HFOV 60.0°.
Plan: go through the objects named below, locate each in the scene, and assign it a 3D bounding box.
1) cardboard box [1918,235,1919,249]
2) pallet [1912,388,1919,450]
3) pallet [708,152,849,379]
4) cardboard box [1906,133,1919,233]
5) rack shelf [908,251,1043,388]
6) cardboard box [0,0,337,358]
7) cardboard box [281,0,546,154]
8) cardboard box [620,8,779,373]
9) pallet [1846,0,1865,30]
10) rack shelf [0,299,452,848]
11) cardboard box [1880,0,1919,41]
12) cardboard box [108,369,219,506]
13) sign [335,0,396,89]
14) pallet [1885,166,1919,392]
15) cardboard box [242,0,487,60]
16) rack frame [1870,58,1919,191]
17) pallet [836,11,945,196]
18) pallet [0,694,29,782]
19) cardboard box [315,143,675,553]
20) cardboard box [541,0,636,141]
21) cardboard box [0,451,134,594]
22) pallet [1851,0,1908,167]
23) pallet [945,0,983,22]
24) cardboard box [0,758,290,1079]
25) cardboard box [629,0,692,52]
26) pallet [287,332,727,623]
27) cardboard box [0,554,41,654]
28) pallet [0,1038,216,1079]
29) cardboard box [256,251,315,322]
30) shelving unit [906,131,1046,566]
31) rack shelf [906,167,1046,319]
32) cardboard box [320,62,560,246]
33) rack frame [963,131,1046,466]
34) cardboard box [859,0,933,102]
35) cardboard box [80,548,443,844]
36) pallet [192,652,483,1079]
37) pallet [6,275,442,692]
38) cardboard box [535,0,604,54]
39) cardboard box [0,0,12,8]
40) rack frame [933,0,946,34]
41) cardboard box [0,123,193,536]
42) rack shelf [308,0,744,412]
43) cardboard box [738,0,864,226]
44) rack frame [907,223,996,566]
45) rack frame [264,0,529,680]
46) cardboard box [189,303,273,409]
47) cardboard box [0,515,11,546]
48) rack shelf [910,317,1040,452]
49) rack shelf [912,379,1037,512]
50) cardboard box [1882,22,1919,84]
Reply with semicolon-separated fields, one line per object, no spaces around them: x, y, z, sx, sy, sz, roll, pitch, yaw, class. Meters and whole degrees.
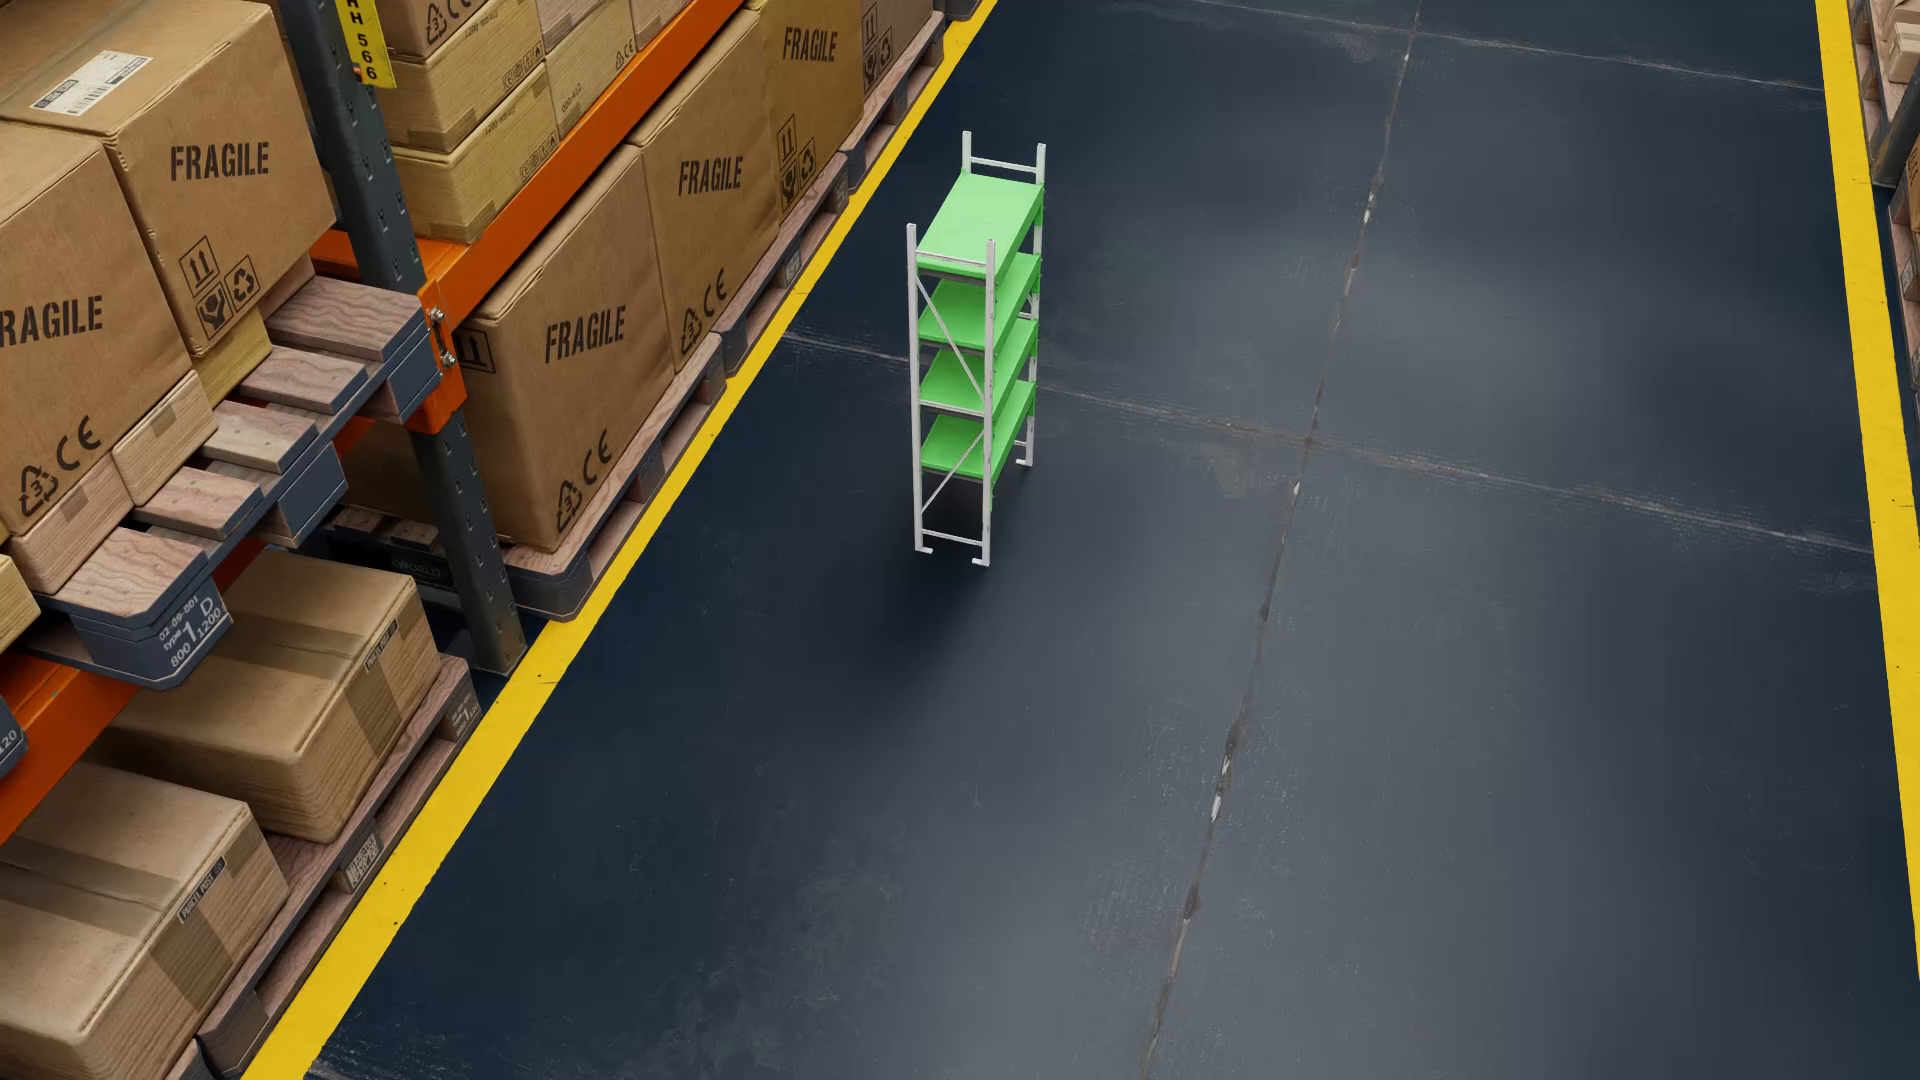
3.658;-1.056;5.671;0.500;0.500;0.500;12;46;12;cardboard box
3.593;-0.068;5.169;1.003;0.211;1.213;13;46;13;pallet
-1.090;-1.137;6.261;1.003;0.211;1.213;13;46;13;pallet
3.810;-1.413;6.036;0.500;0.500;0.500;14;46;14;cardboard box
0.050;-0.665;4.820;0.258;0.148;0.480;13;46;13;rack shelf
-1.645;-0.744;3.281;0.500;0.500;0.500;11;46;11;cardboard box
-1.383;-1.224;4.106;0.500;0.250;0.500;12;46;12;cardboard box
-1.209;-1.241;5.592;0.875;0.875;0.875;13;46;13;cardboard box
4.748;-2.708;7.866;1.003;0.211;1.213;13;46;13;pallet
-2.378;0.776;2.826;1.077;0.370;4.000;13;46;13;rack shelf
4.168;-2.276;7.085;0.396;0.266;0.258;14;46;14;cardboard box
-1.693;-0.234;3.224;0.380;0.149;0.250;12;46;12;cardboard box
-1.252;-1.091;3.449;0.100;0.325;0.005;13;46;13;sign
3.961;-0.884;6.003;1.003;0.211;1.213;13;46;13;pallet
-1.389;-1.484;3.835;0.500;0.500;0.500;11;45;11;cardboard box
4.171;-2.431;5.590;1.000;3.000;0.127;13;46;13;rack frame
-0.722;-1.953;7.095;1.003;0.211;1.213;13;46;13;pallet
-2.332;0.583;2.647;1.003;0.211;1.213;13;46;13;pallet
-1.484;-0.647;4.986;0.875;0.875;0.875;12;46;12;cardboard box
-1.245;-1.379;4.622;0.500;0.250;0.500;11;46;11;cardboard box
-1.777;-0.068;3.054;0.380;0.149;0.250;11;45;11;cardboard box
4.380;-1.892;7.033;1.003;0.211;1.213;13;46;13;pallet
-0.256;-2.974;8.138;1.003;0.211;1.213;13;46;13;pallet
-2.168;0.843;3.822;0.950;0.372;0.625;12;46;12;cardboard box
-1.081;-1.728;4.978;0.500;0.250;0.500;14;46;14;cardboard box
-1.461;-0.327;5.433;1.003;0.211;1.213;13;46;13;pallet
-1.847;0.118;2.864;0.380;0.149;0.250;13;46;13;cardboard box
-2.381;1.514;3.552;1.003;0.211;1.213;13;46;13;pallet
-1.647;-0.606;3.604;0.380;0.149;0.250;14;46;14;cardboard box
0.050;-0.539;4.943;0.258;1.200;0.503;13;46;13;shelving unit
0.050;-0.837;4.652;0.258;0.148;0.480;13;46;13;rack shelf
-1.384;-1.033;4.268;0.500;0.250;0.500;12;46;12;cardboard box
0.124;-0.702;5.109;0.240;1.200;0.015;13;46;13;rack frame
-0.672;-2.440;6.818;0.875;0.875;0.875;14;46;14;cardboard box
-1.952;0.350;4.326;0.950;0.372;0.625;10;45;10;cardboard box
-2.010;0.703;4.380;1.003;0.211;1.213;13;46;13;pallet
-1.886;-0.248;3.495;1.213;0.211;1.003;13;46;13;pallet
-1.226;-1.569;4.458;0.500;0.250;0.500;14;46;13;cardboard box
-2.129;-0.855;3.395;0.500;0.500;0.500;11;46;11;cardboard box
-0.561;-3.480;6.662;1.000;3.000;0.127;13;46;13;rack frame
-1.791;-0.397;2.927;0.500;0.500;0.500;12;46;12;cardboard box
-1.166;-1.890;5.551;1.077;0.370;4.000;13;46;13;rack shelf
-0.938;-1.837;6.201;0.875;0.875;0.875;14;46;14;cardboard box
-0.024;-0.377;4.777;0.240;1.200;0.015;13;46;13;rack frame
-1.772;-0.814;3.937;1.000;3.000;0.127;13;46;13;rack frame
-1.659;-0.412;3.405;0.380;0.149;0.250;13;46;13;cardboard box
-1.942;-0.060;2.583;0.500;0.500;0.500;10;45;10;cardboard box
0.050;-0.494;4.988;0.258;0.148;0.480;13;46;13;rack shelf
0.050;-0.322;5.156;0.258;0.148;0.480;13;46;13;rack shelf
4.060;-1.996;6.883;0.380;0.149;0.250;11;45;11;cardboard box
